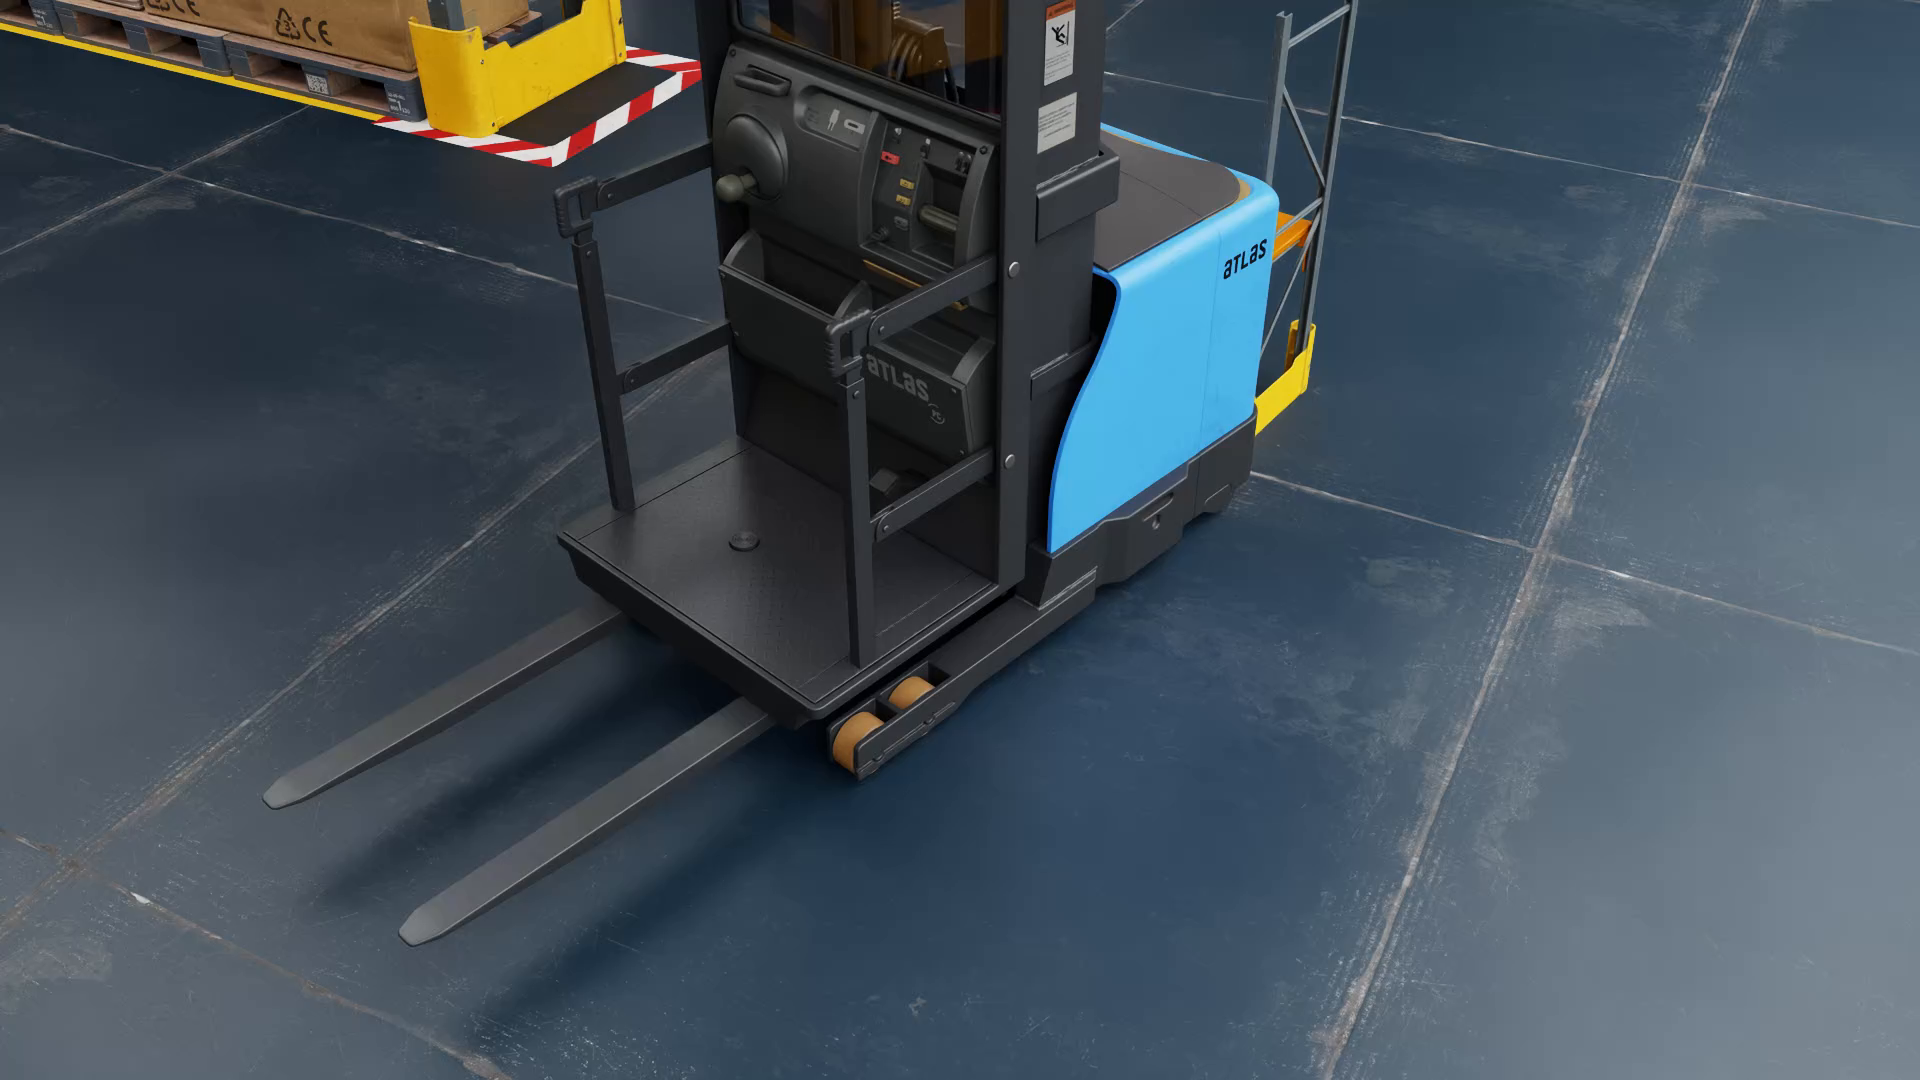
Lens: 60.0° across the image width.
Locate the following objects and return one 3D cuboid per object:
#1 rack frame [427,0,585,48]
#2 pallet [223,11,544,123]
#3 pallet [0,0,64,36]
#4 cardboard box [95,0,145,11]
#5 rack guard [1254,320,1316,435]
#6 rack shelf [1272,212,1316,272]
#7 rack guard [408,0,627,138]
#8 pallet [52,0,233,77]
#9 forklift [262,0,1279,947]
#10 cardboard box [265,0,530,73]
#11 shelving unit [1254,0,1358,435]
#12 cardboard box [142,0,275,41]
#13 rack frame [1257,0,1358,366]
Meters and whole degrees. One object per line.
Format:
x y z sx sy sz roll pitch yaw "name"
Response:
-2.120 -3.410 7.261 0.127 3.000 1.000 17 41 21 "rack frame"
-2.866 -2.479 8.342 1.213 0.211 1.003 17 41 21 "pallet"
-5.033 -3.158 9.235 1.213 0.211 1.003 17 41 21 "pallet"
-4.343 -3.382 8.634 0.875 0.875 0.875 18 41 22 "cardboard box"
1.046 -0.523 5.733 0.087 0.250 0.587 24 43 28 "rack guard"
0.654 -1.054 5.696 1.000 0.185 0.538 24 43 28 "rack shelf"
-2.099 -2.407 8.008 0.348 0.500 1.175 17 41 21 "rack guard"
-3.945 -2.819 8.789 1.213 0.211 1.003 17 41 21 "pallet"
-0.427 -0.892 4.001 1.130 2.935 3.031 30 46 33 "forklift"
-2.752 -2.884 7.978 0.875 0.875 0.875 18 41 22 "cardboard box"
0.646 -1.201 5.591 1.083 1.500 0.587 24 43 28 "shelving unit"
-3.535 -3.127 8.299 0.875 0.875 0.875 17 40 21 "cardboard box"
1.062 -1.014 5.346 0.032 1.500 0.500 24 43 28 "rack frame"
